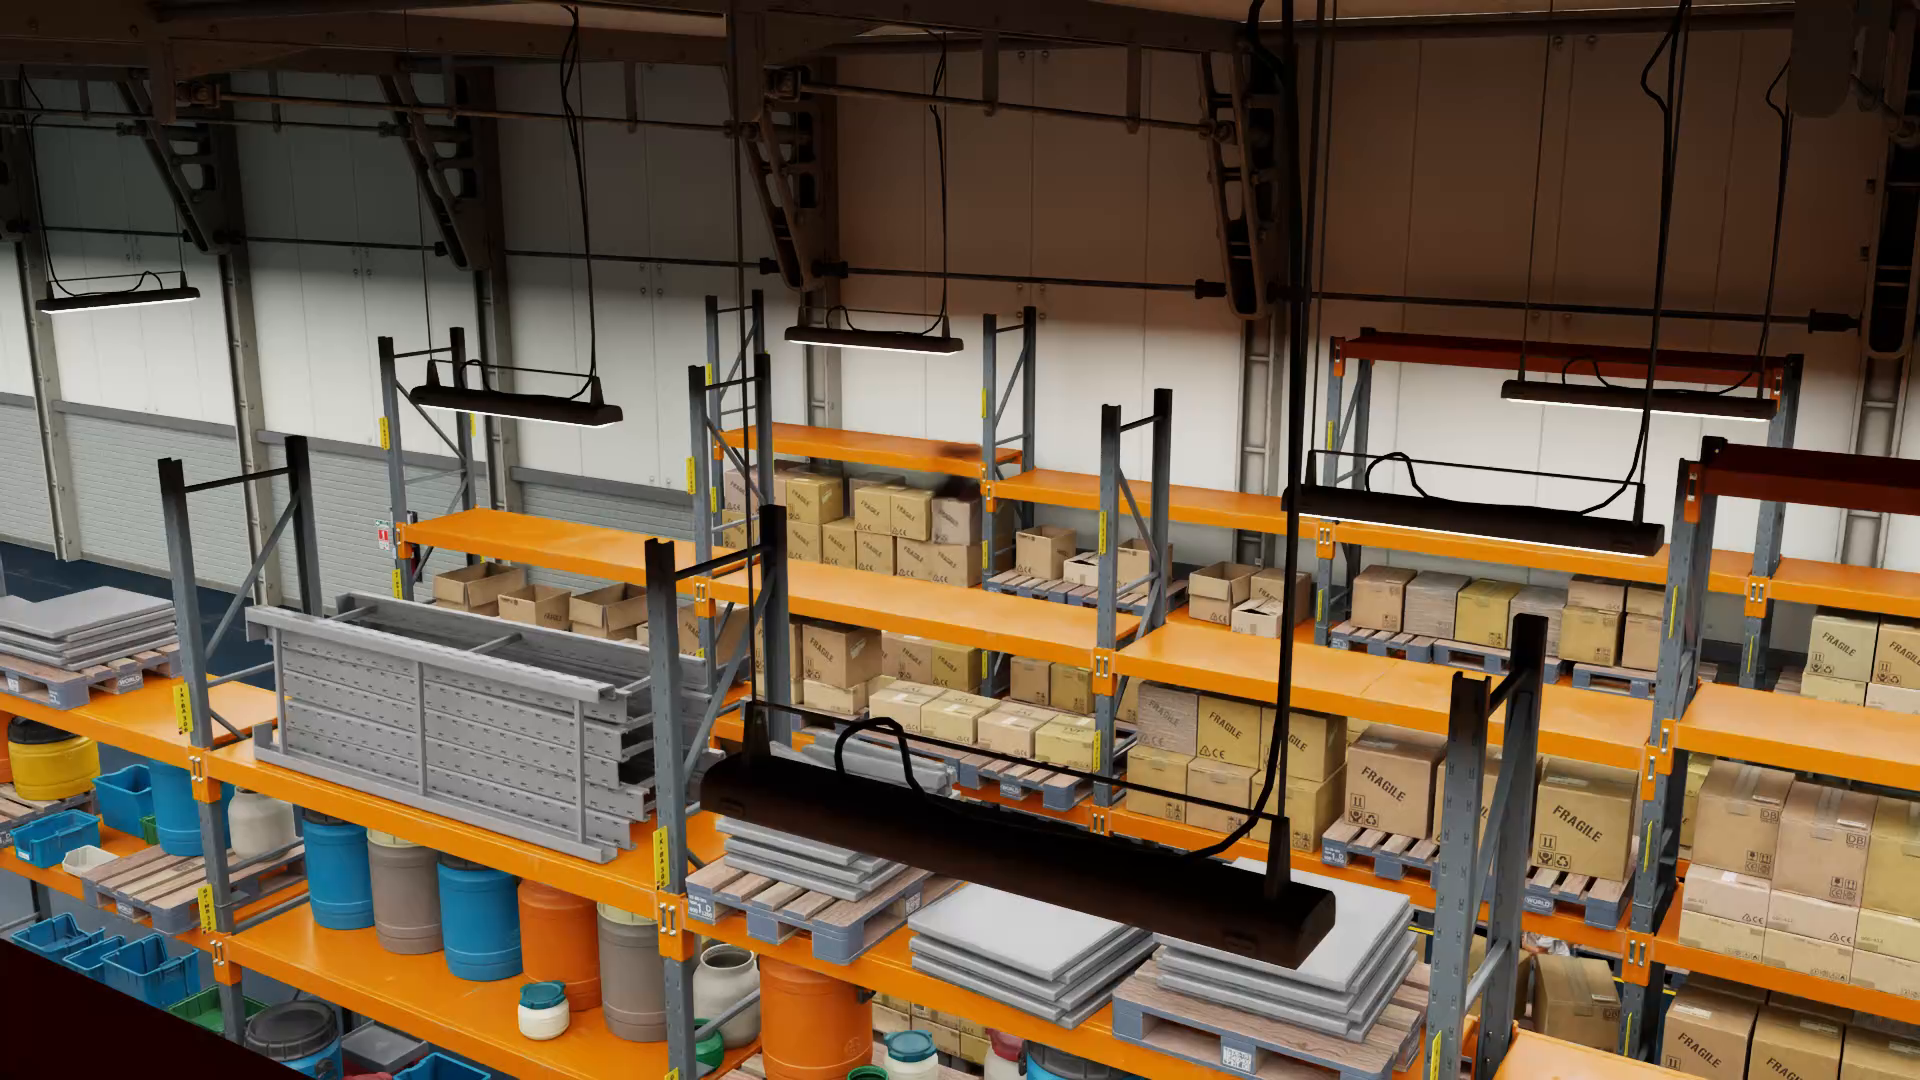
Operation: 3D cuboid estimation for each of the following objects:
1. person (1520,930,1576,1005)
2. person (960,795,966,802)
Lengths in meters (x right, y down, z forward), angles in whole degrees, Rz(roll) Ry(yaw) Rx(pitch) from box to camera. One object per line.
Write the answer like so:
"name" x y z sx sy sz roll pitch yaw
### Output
"person" 5.086 3.741 14.584 1.007 1.620 0.623 9 17 33
"person" -0.077 2.974 17.767 0.474 1.682 0.423 11 17 37
